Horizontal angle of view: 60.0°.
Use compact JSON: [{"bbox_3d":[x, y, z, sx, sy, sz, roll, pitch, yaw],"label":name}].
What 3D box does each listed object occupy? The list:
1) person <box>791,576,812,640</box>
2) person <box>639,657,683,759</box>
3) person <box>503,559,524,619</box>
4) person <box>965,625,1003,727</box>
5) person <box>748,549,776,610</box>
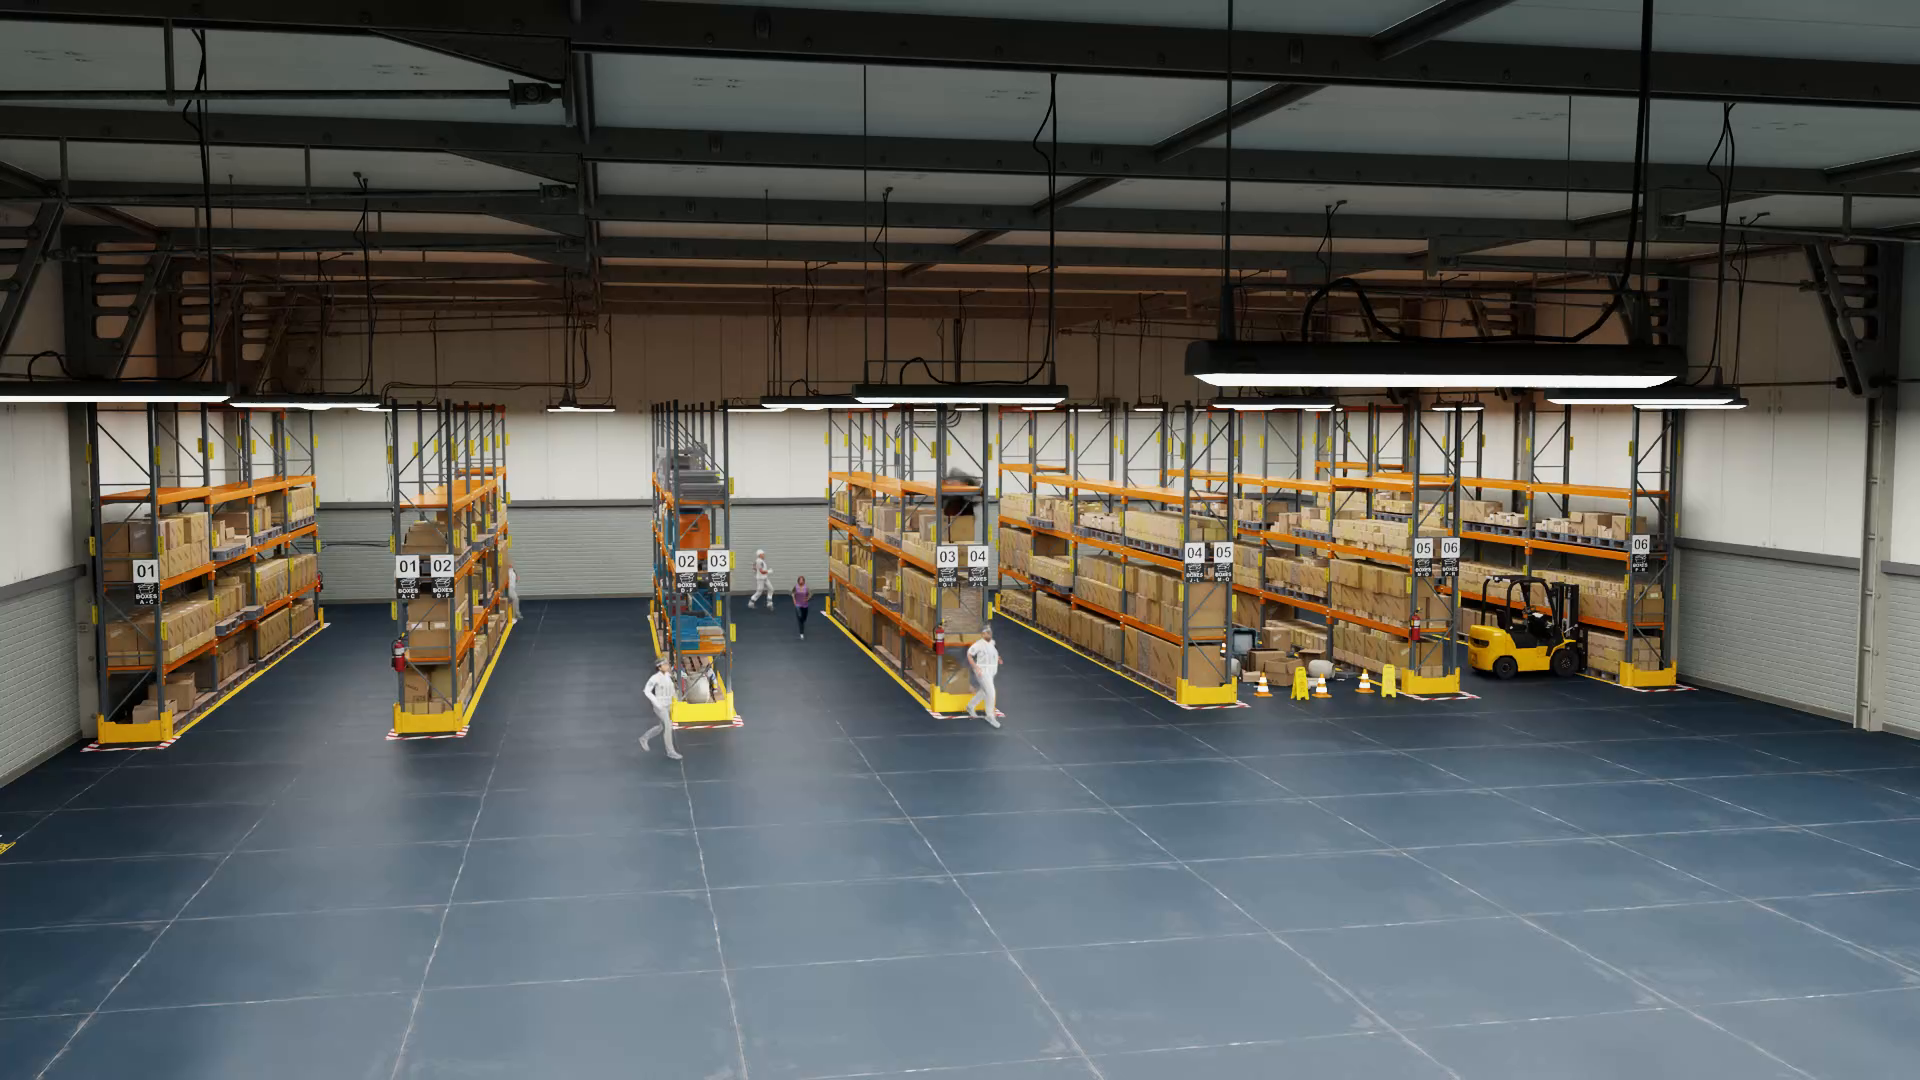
[{"bbox_3d":[-4.060,1.716,42.725,0.506,1.599,1.034,-1,4,-16],"label":"person"},{"bbox_3d":[-4.978,2.767,27.674,0.840,1.694,0.610,2,5,21],"label":"person"},{"bbox_3d":[-12.693,1.373,46.729,0.907,1.674,0.626,0,4,-2],"label":"person"},{"bbox_3d":[0.429,2.450,30.369,0.821,1.852,0.651,3,5,33],"label":"person"},{"bbox_3d":[-5.804,1.173,48.660,0.818,1.806,0.667,0,4,1],"label":"person"}]
